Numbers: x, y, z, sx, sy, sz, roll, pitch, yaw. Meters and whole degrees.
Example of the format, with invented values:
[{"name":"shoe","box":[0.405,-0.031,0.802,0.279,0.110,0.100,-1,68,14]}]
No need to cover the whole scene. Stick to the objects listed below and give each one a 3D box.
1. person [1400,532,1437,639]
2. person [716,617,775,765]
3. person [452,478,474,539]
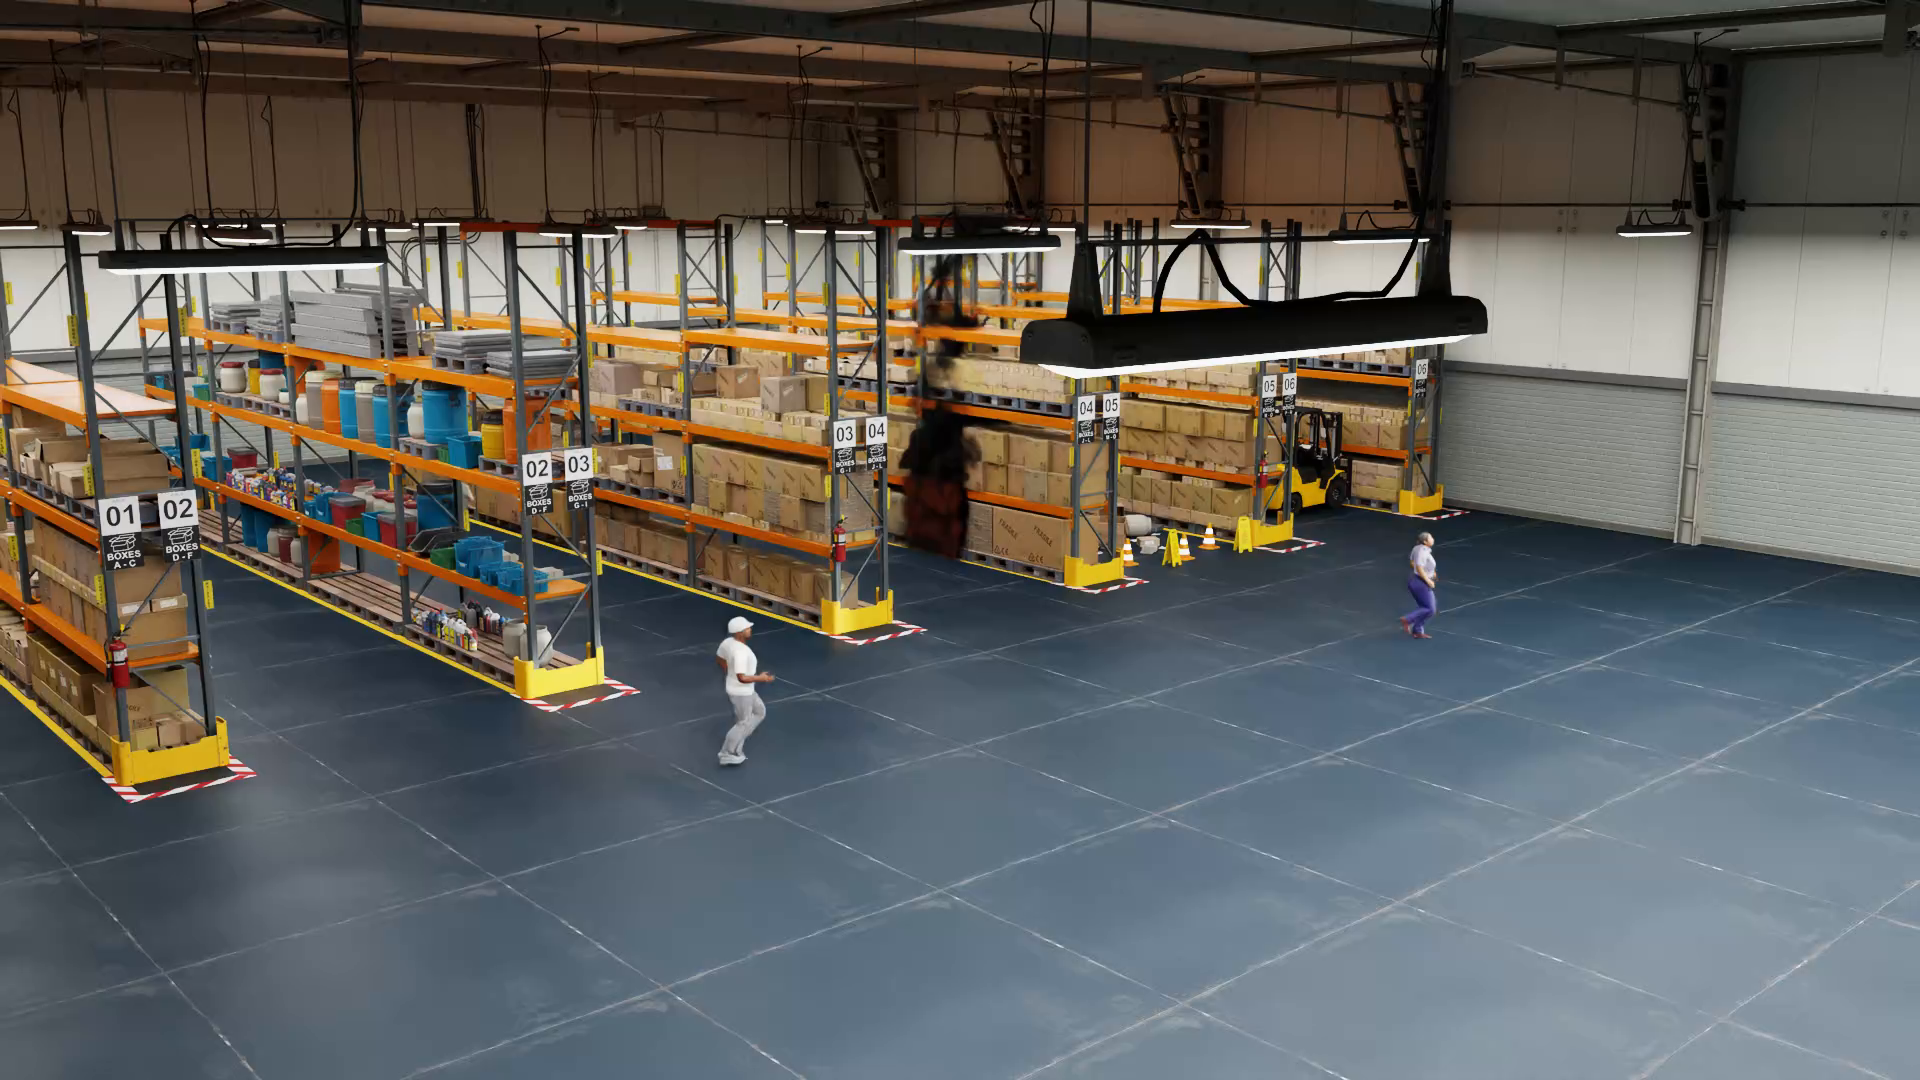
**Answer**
[{"name":"person","box":[6.775,0.669,24.554,0.596,1.620,0.600,0,11,-1]},{"name":"person","box":[-2.457,1.715,18.956,0.657,1.745,0.672,-3,12,-14]},{"name":"person","box":[-9.055,-0.458,30.003,0.820,1.628,0.511,9,14,37]}]
